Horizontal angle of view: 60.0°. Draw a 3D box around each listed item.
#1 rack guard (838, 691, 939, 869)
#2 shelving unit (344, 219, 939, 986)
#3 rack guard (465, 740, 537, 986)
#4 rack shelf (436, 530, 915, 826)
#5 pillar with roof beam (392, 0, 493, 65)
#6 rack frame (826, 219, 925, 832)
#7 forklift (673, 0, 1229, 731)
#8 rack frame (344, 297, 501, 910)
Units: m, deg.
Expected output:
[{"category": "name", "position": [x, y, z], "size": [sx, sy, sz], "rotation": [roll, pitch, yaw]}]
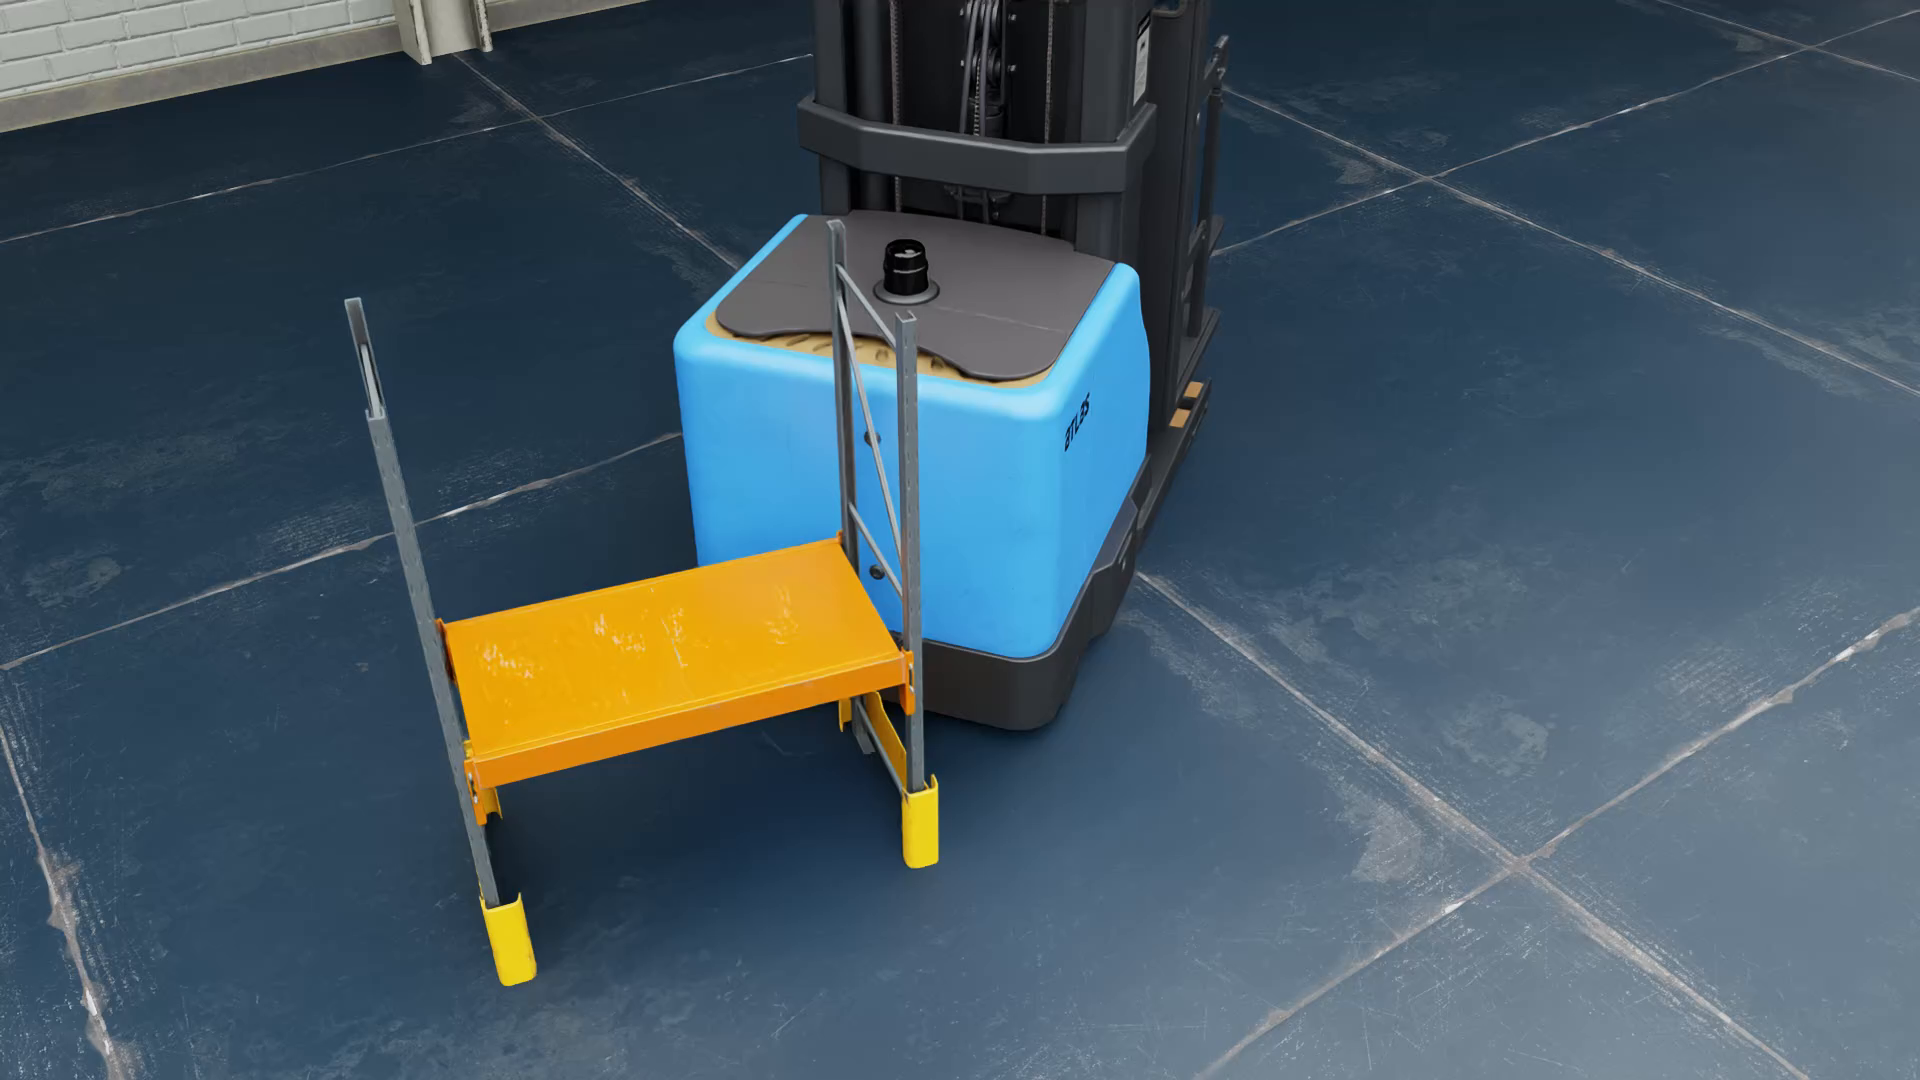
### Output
[{"category": "rack guard", "position": [-0.191, 0.549, 4.273], "size": [0.087, 0.250, 0.587], "rotation": [-13, 38, -17]}, {"category": "shelving unit", "position": [-0.655, 0.147, 3.761], "size": [1.083, 1.500, 0.587], "rotation": [-13, 38, -17]}, {"category": "rack guard", "position": [-1.119, 0.760, 3.980], "size": [0.087, 0.250, 0.587], "rotation": [-13, 38, -17]}, {"category": "rack shelf", "position": [-0.664, 0.295, 3.864], "size": [1.000, 0.185, 0.538], "rotation": [-13, 38, -17]}, {"category": "pillar with roof beam", "position": [-0.264, -4.225, 3.417], "size": [0.400, 9.000, 9.100], "rotation": [-22, 41, -28]}, {"category": "rack frame", "position": [-0.190, 0.041, 3.908], "size": [0.032, 1.500, 0.500], "rotation": [-13, 38, -17]}, {"category": "forklift", "position": [0.235, -1.542, 4.884], "size": [1.130, 2.935, 3.031], "rotation": [12, 37, 16]}, {"category": "rack frame", "position": [-1.137, 0.256, 3.609], "size": [0.032, 1.500, 0.500], "rotation": [-13, 38, -17]}]
